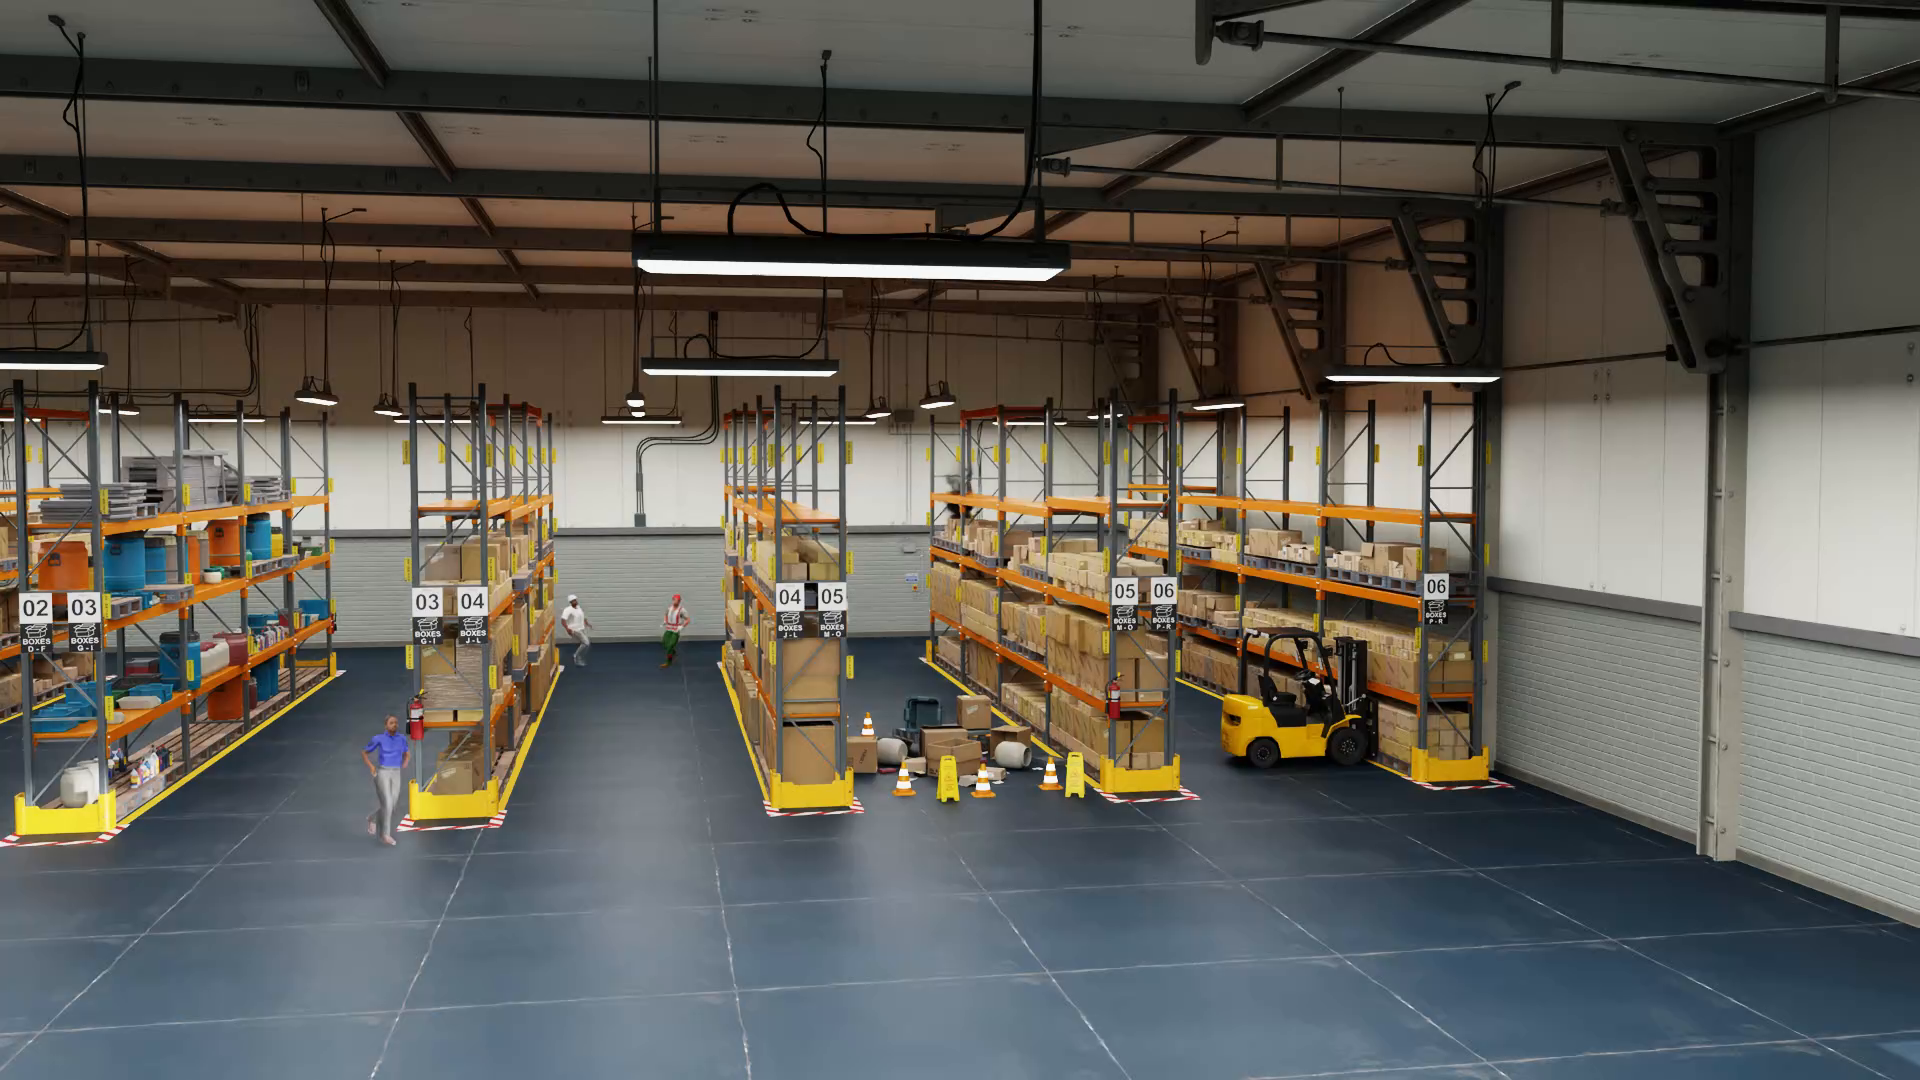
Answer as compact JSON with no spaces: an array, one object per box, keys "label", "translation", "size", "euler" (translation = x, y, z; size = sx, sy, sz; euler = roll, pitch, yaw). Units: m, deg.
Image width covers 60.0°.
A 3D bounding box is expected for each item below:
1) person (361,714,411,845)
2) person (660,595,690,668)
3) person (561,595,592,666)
[{"label":"person","translation":[-7.483,3.104,21.713],"size":[0.710,1.652,0.669],"euler":[2,4,38]},{"label":"person","translation":[-6.728,2.151,39.418],"size":[0.721,1.734,0.574],"euler":[1,3,18]},{"label":"person","translation":[-10.462,-0.520,20.174],"size":[8.931,8.998,38.409],"euler":[1,3,17]}]
